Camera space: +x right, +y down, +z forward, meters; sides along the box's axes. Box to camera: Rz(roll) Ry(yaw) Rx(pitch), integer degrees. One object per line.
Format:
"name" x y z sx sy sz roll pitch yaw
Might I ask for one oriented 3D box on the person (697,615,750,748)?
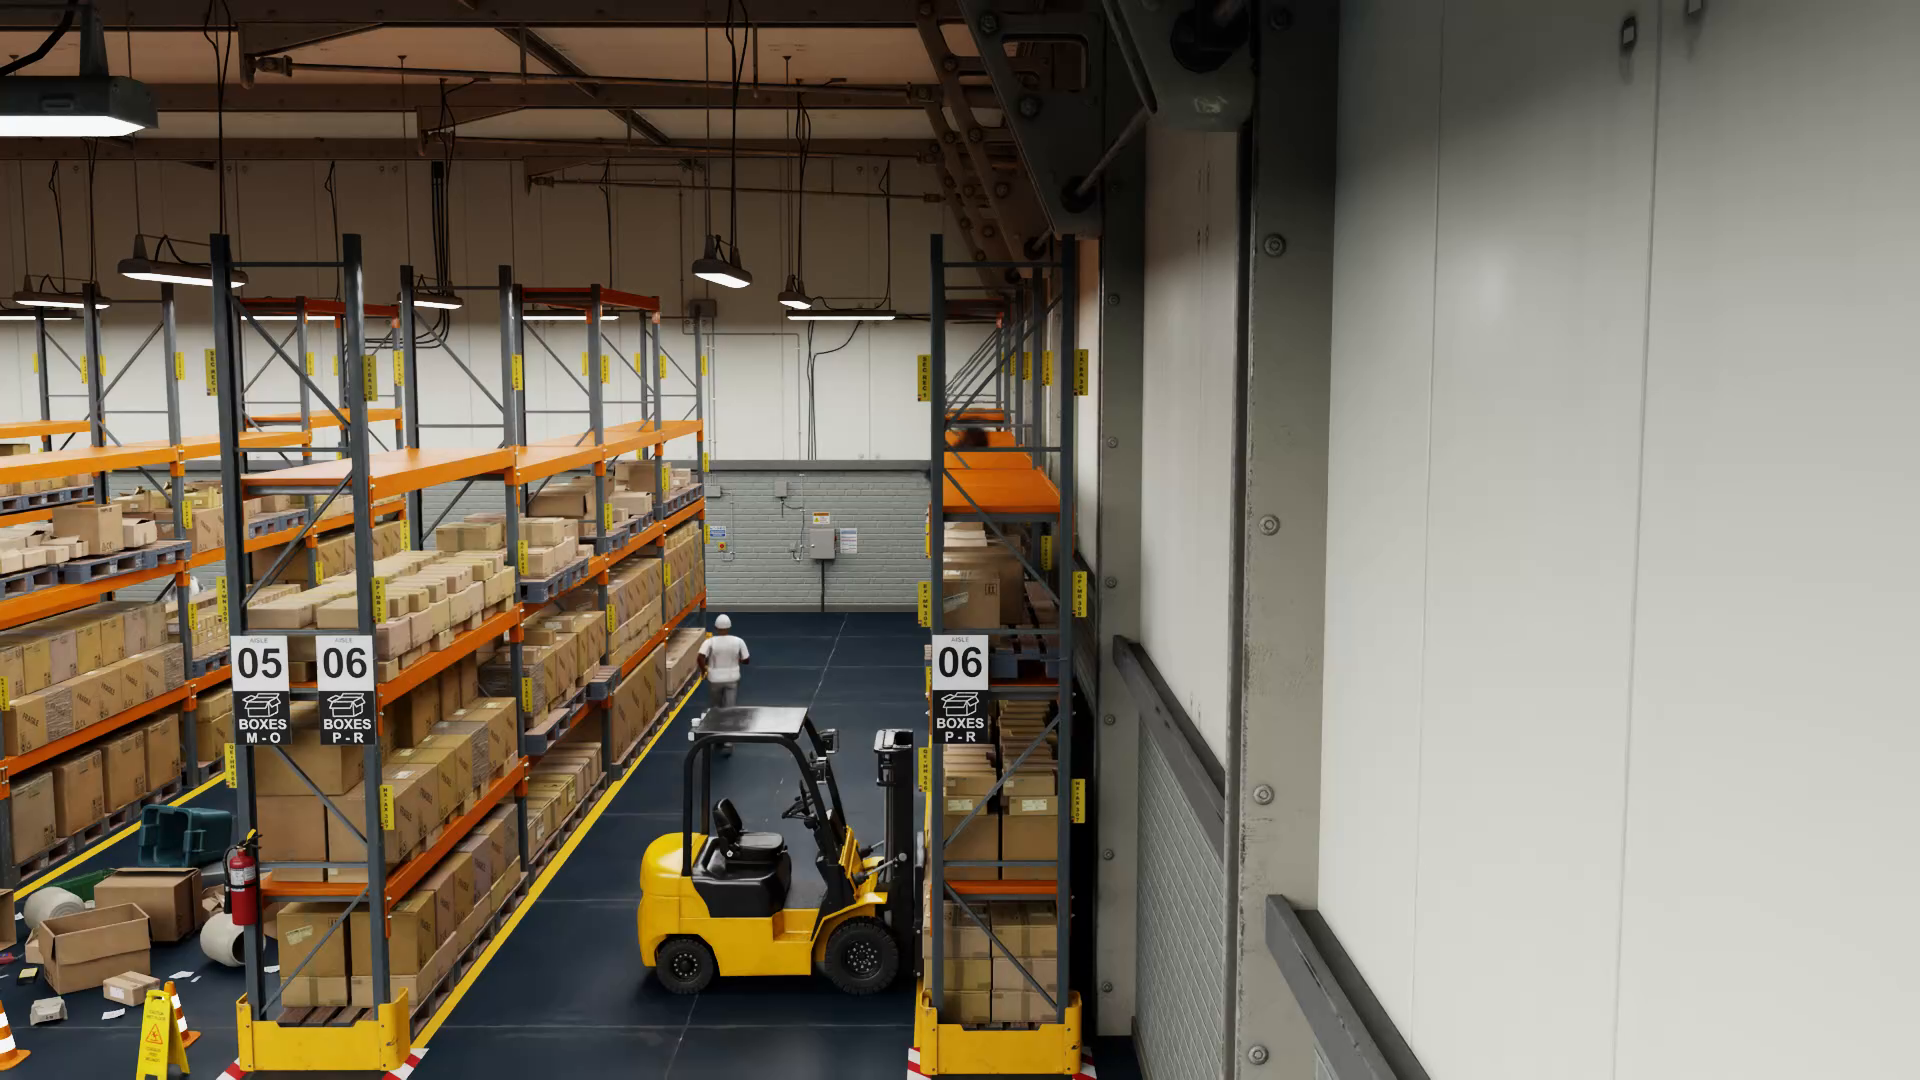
"person" -3.091 1.880 21.782 0.677 1.822 0.738 -1 6 -6

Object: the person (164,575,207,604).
"person" -13.259 1.190 28.559 0.559 1.681 0.761 5 8 40
